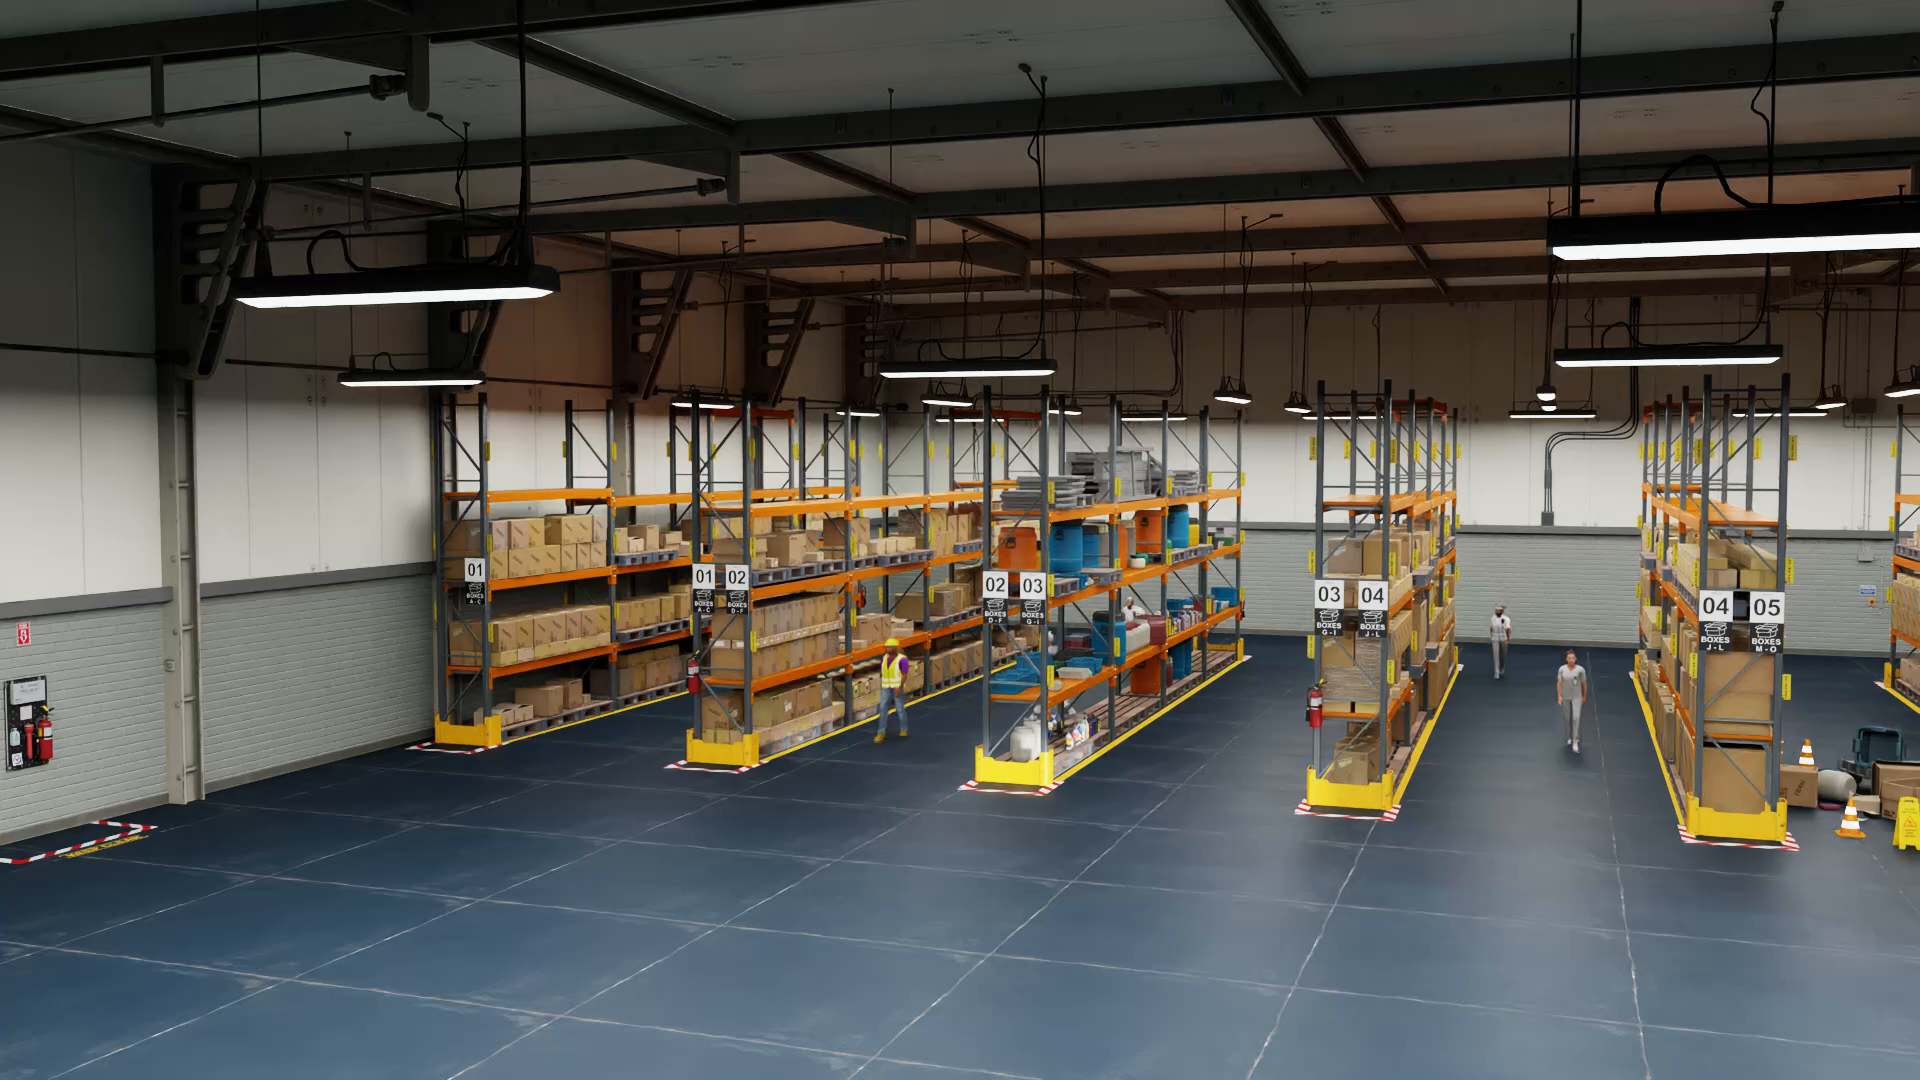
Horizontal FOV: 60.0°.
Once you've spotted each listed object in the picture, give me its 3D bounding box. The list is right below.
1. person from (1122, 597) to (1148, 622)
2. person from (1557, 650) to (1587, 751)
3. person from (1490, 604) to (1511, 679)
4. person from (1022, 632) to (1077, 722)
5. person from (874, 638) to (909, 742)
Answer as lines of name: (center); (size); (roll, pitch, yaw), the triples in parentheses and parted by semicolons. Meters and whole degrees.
person: (4.044, 2.059, 38.498); (0.657, 1.522, 0.745); (2, 4, 30)
person: (10.274, 2.670, 27.985); (0.459, 1.634, 0.895); (2, 4, 32)
person: (11.944, 2.212, 36.750); (0.424, 1.626, 1.033); (1, 3, 17)
person: (1.584, 2.517, 30.101); (1.088, 1.729, 0.554); (2, 4, 31)
person: (-1.195, 2.579, 28.838); (0.592, 1.738, 0.899); (2, 3, 27)
